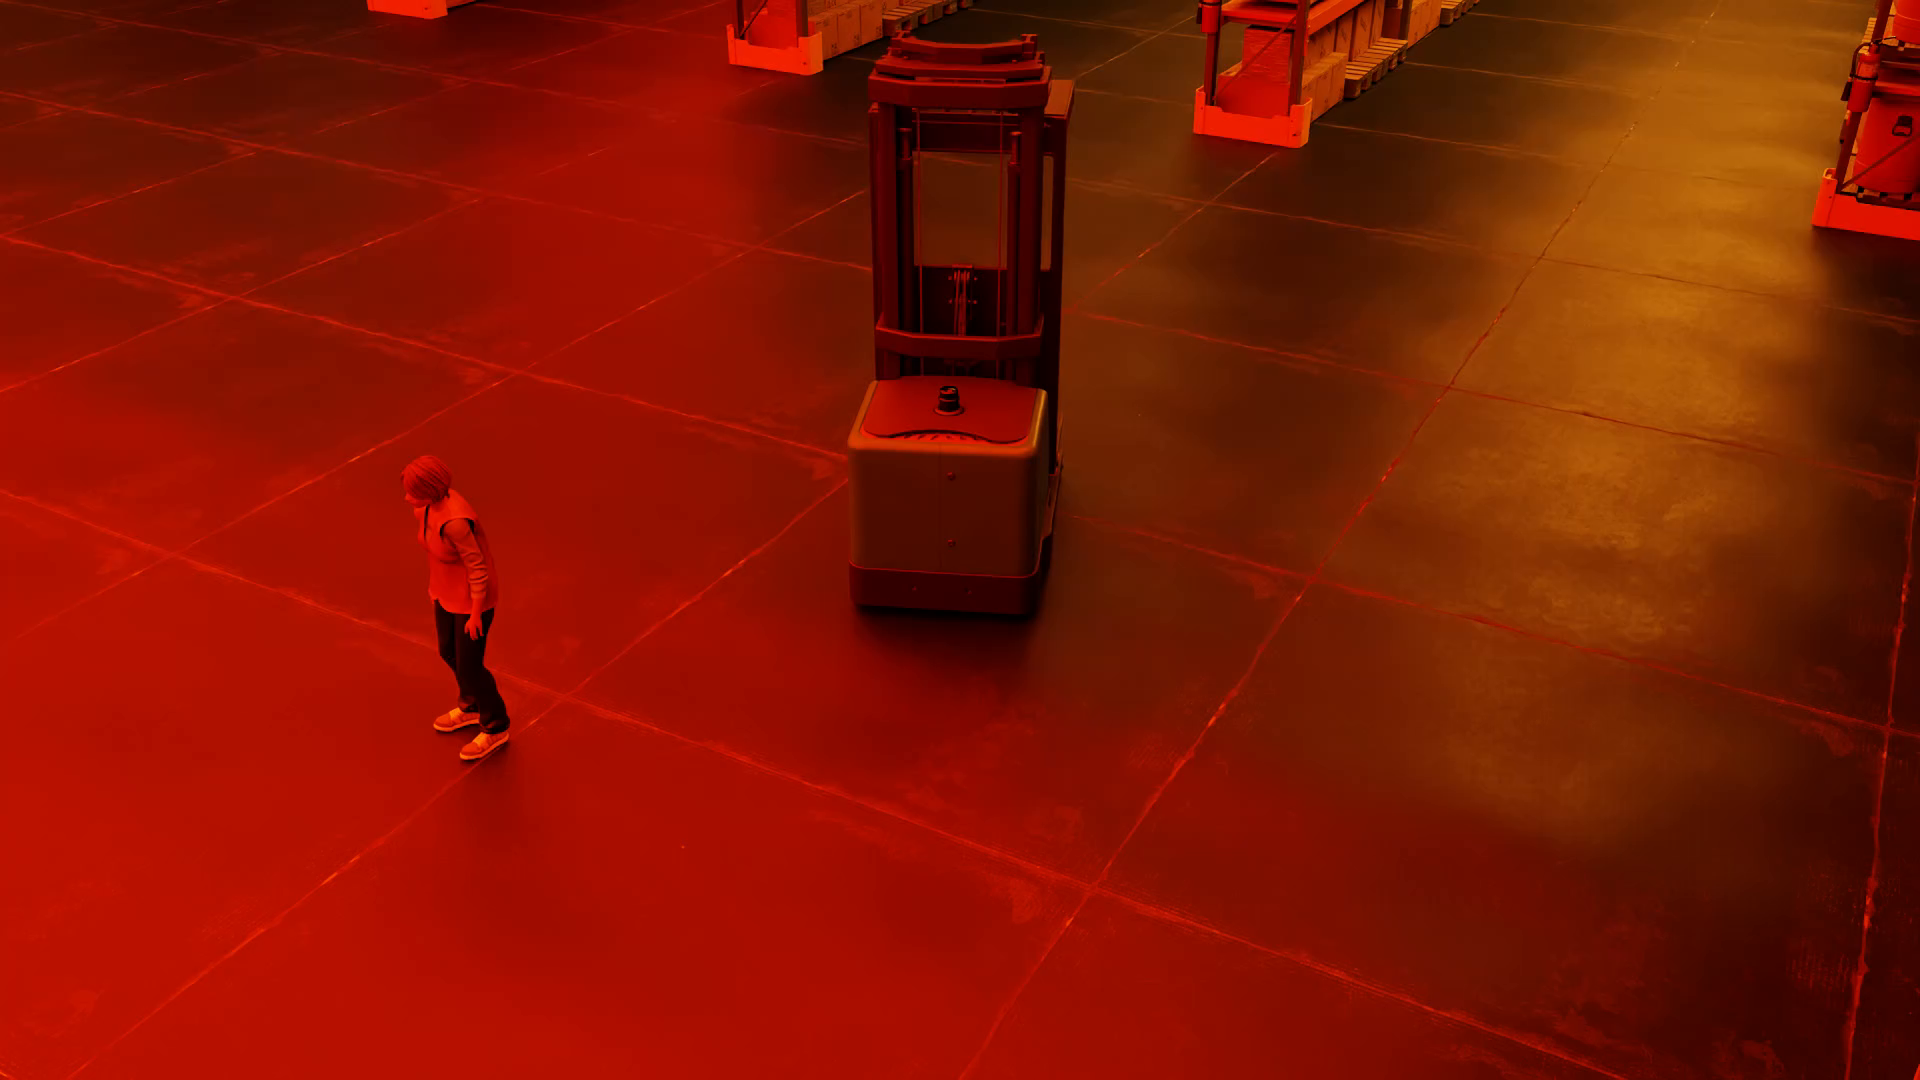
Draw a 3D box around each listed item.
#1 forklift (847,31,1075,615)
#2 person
[{"bbox_3d":[0.072,-1.572,9.794,1.130,2.935,3.031,3,30,6],"label":"forklift"},{"bbox_3d":[-2.381,0.295,7.902,0.345,1.591,0.477,-24,37,-35],"label":"person"}]
